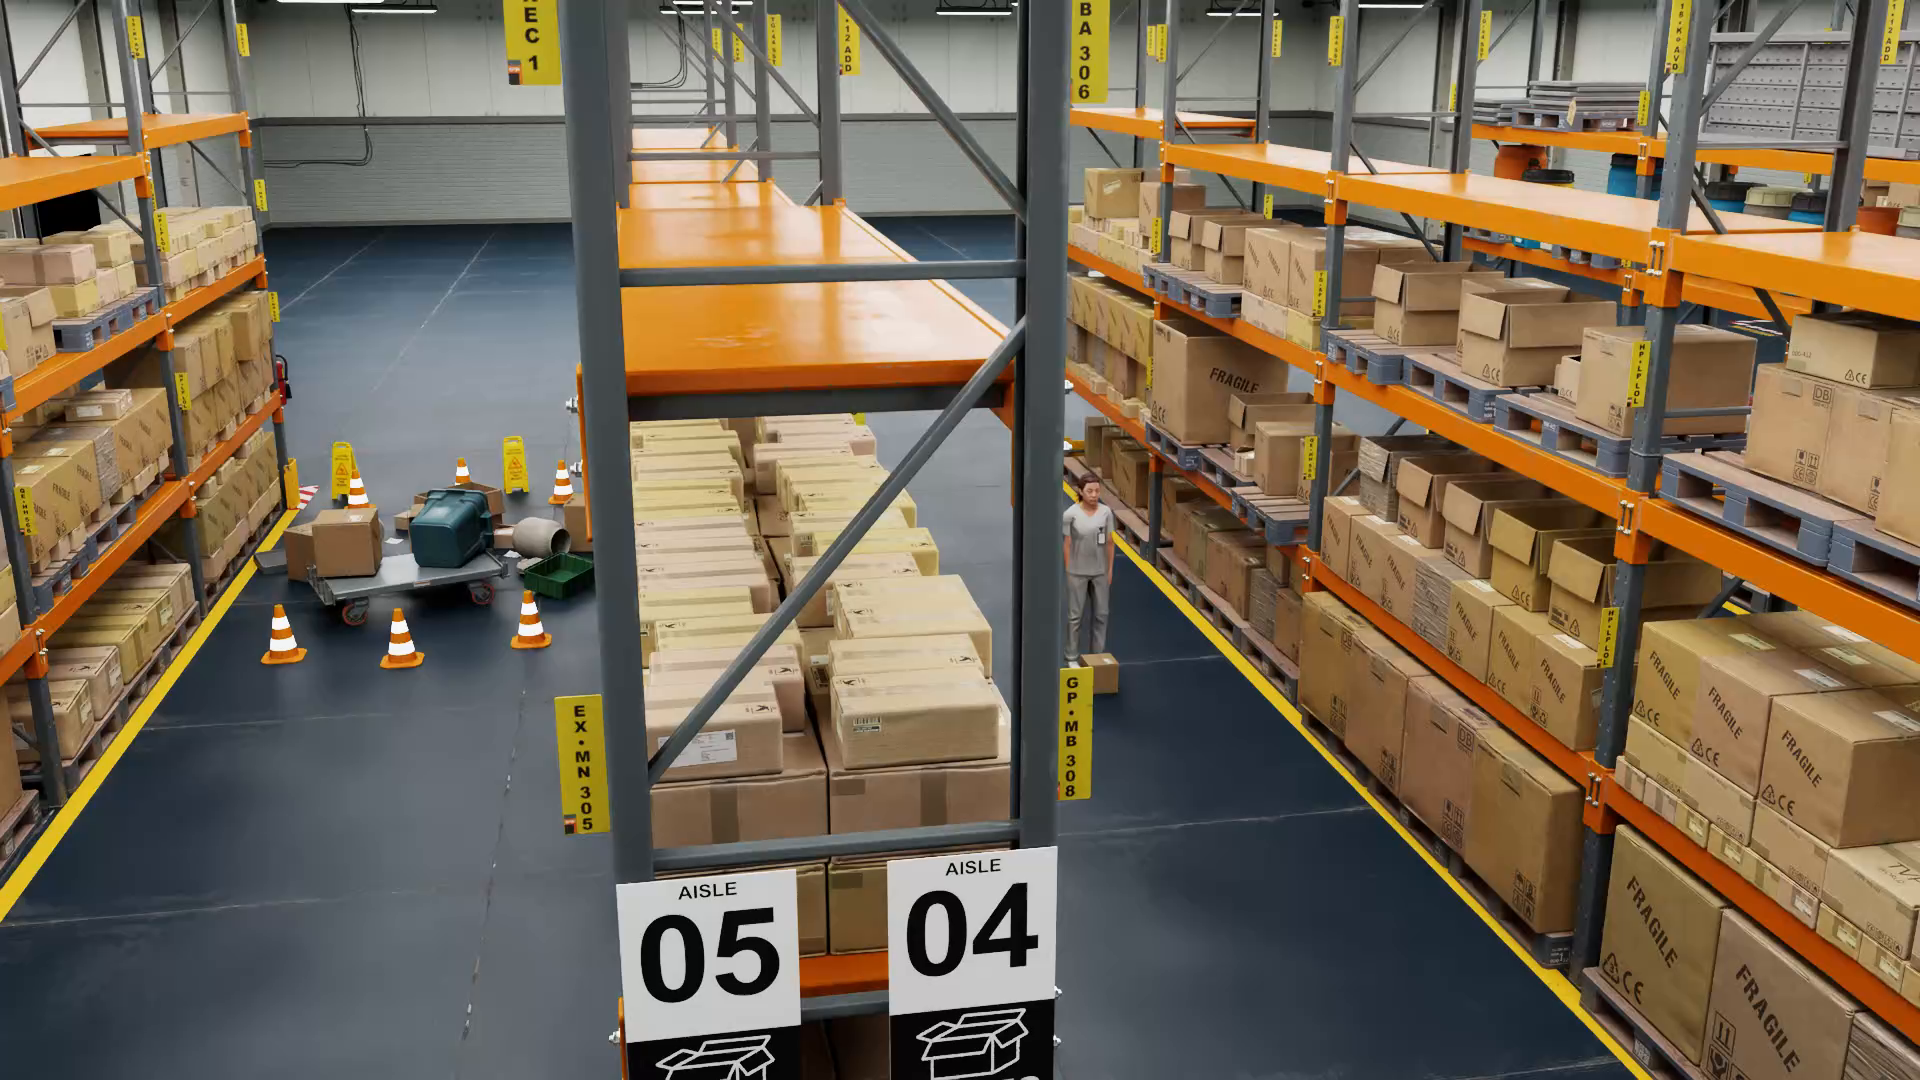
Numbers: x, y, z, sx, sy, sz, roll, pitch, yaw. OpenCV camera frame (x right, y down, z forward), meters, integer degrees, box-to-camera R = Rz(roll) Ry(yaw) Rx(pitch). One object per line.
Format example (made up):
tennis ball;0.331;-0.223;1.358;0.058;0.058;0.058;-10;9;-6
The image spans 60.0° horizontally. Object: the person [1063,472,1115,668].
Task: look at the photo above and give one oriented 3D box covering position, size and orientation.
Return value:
person;1.051;0.264;13.656;0.437;1.671;0.363;-3;17;-9
